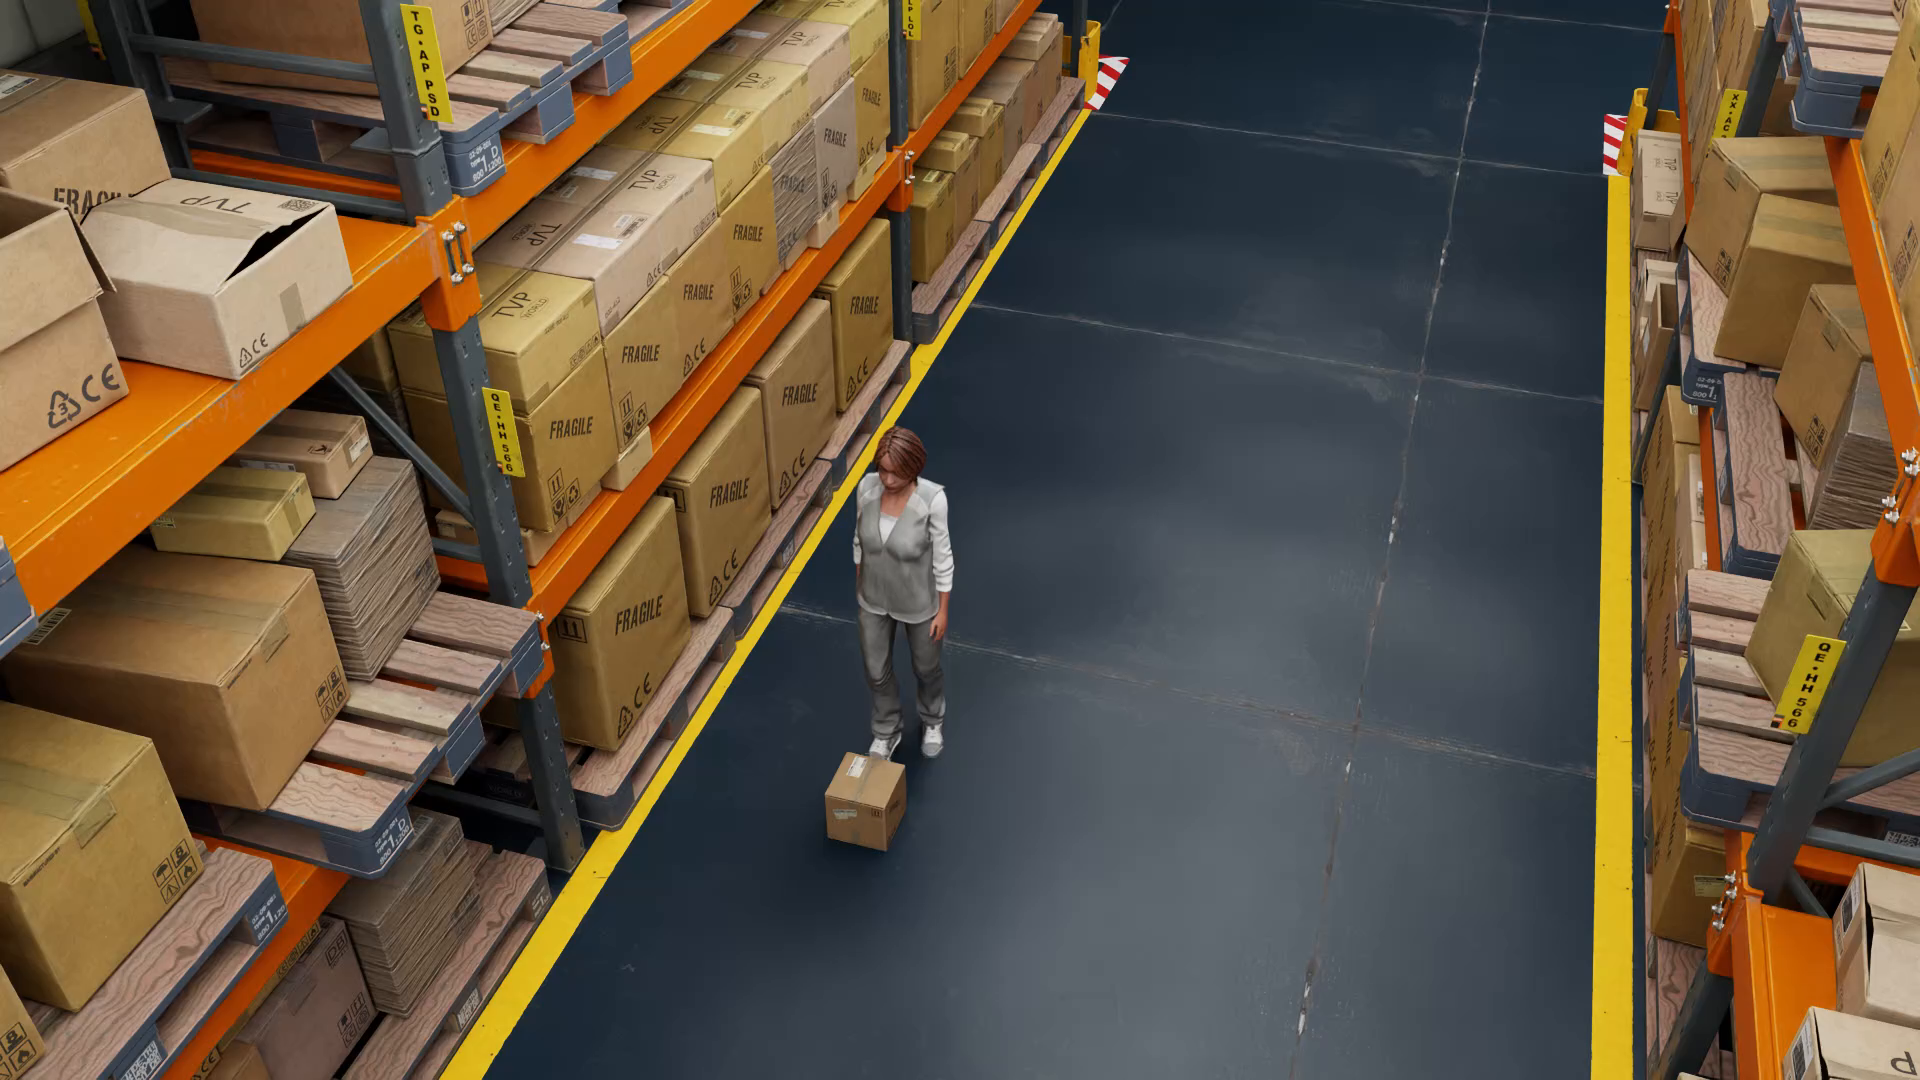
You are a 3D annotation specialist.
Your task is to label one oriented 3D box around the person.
[{"bbox_3d":[-0.229,0.265,6.591,0.420,1.617,0.420,12,39,15],"label":"person"}]
